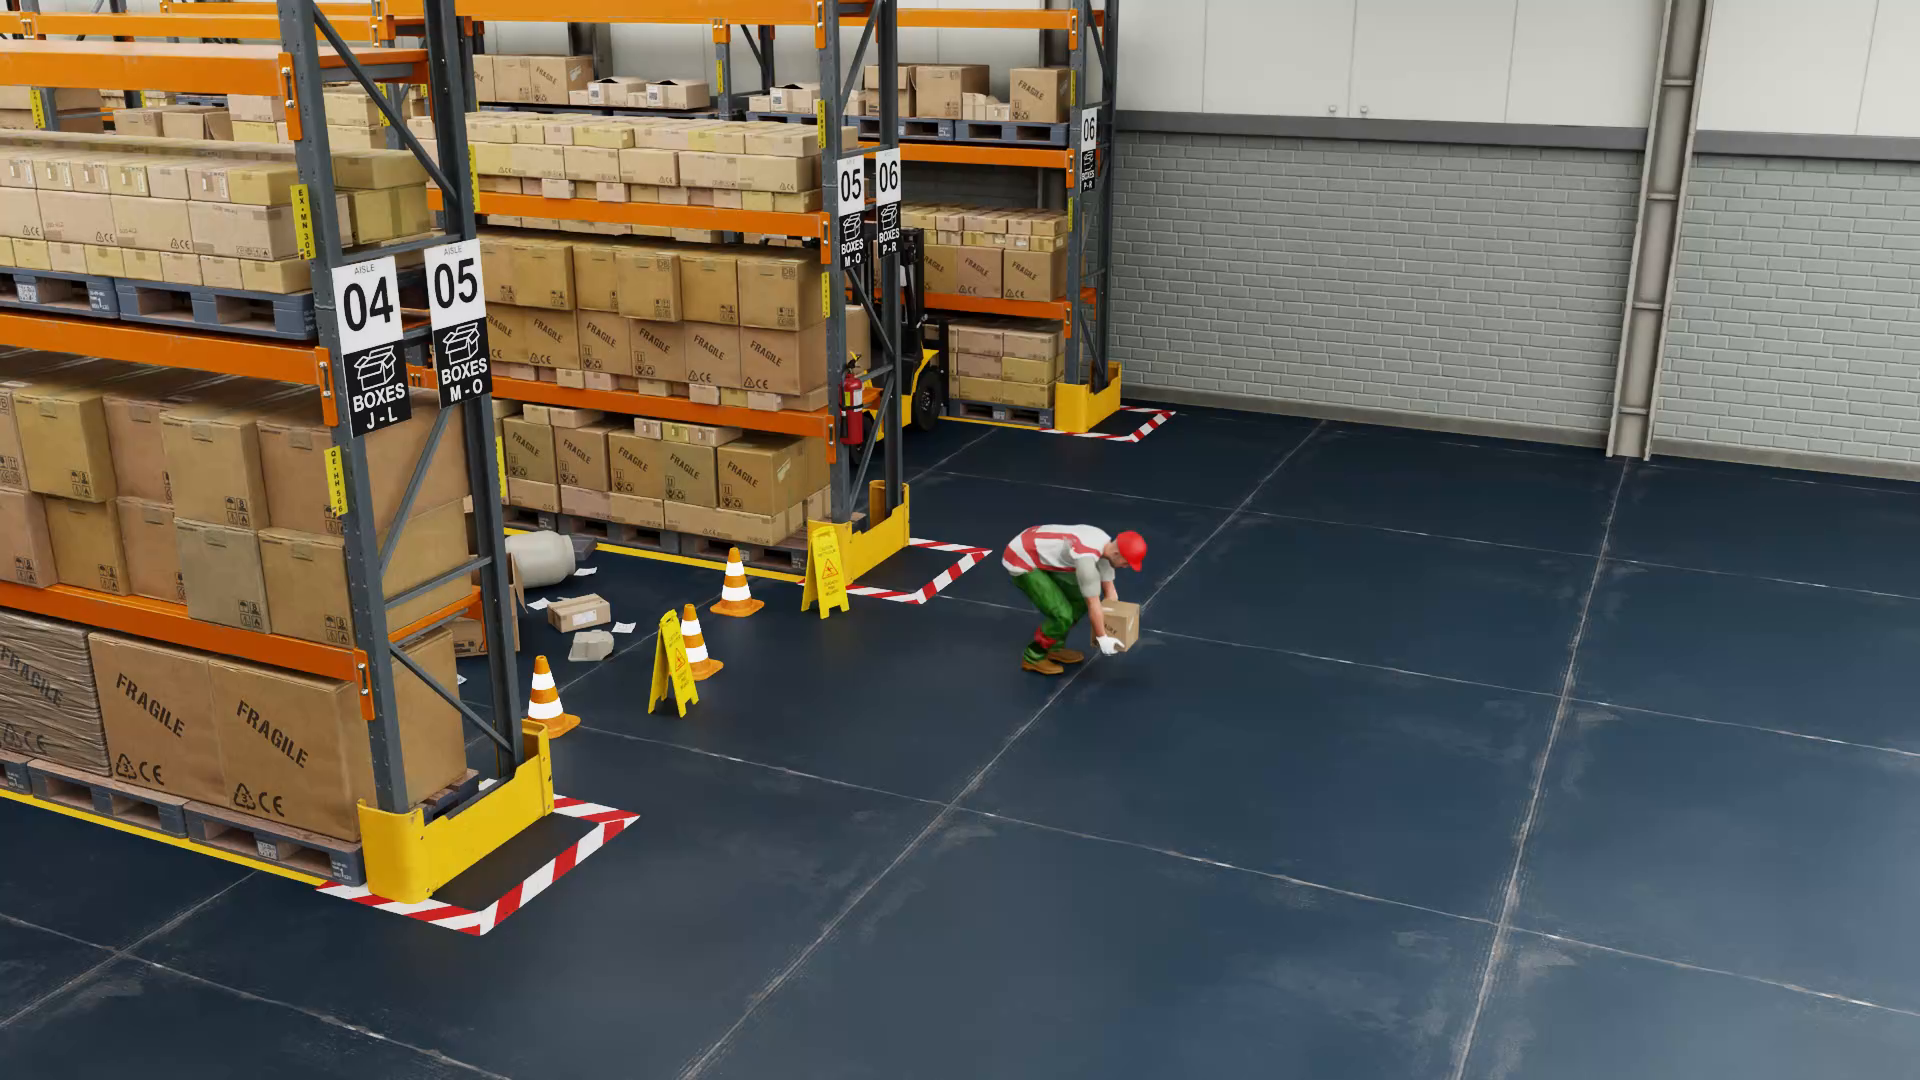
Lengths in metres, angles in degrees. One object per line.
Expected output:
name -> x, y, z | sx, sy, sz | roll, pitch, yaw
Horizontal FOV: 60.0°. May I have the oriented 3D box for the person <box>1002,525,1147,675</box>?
person -> 0.759, 0.387, 11.089 | 0.958, 1.014, 0.524 | 7, 20, 20
